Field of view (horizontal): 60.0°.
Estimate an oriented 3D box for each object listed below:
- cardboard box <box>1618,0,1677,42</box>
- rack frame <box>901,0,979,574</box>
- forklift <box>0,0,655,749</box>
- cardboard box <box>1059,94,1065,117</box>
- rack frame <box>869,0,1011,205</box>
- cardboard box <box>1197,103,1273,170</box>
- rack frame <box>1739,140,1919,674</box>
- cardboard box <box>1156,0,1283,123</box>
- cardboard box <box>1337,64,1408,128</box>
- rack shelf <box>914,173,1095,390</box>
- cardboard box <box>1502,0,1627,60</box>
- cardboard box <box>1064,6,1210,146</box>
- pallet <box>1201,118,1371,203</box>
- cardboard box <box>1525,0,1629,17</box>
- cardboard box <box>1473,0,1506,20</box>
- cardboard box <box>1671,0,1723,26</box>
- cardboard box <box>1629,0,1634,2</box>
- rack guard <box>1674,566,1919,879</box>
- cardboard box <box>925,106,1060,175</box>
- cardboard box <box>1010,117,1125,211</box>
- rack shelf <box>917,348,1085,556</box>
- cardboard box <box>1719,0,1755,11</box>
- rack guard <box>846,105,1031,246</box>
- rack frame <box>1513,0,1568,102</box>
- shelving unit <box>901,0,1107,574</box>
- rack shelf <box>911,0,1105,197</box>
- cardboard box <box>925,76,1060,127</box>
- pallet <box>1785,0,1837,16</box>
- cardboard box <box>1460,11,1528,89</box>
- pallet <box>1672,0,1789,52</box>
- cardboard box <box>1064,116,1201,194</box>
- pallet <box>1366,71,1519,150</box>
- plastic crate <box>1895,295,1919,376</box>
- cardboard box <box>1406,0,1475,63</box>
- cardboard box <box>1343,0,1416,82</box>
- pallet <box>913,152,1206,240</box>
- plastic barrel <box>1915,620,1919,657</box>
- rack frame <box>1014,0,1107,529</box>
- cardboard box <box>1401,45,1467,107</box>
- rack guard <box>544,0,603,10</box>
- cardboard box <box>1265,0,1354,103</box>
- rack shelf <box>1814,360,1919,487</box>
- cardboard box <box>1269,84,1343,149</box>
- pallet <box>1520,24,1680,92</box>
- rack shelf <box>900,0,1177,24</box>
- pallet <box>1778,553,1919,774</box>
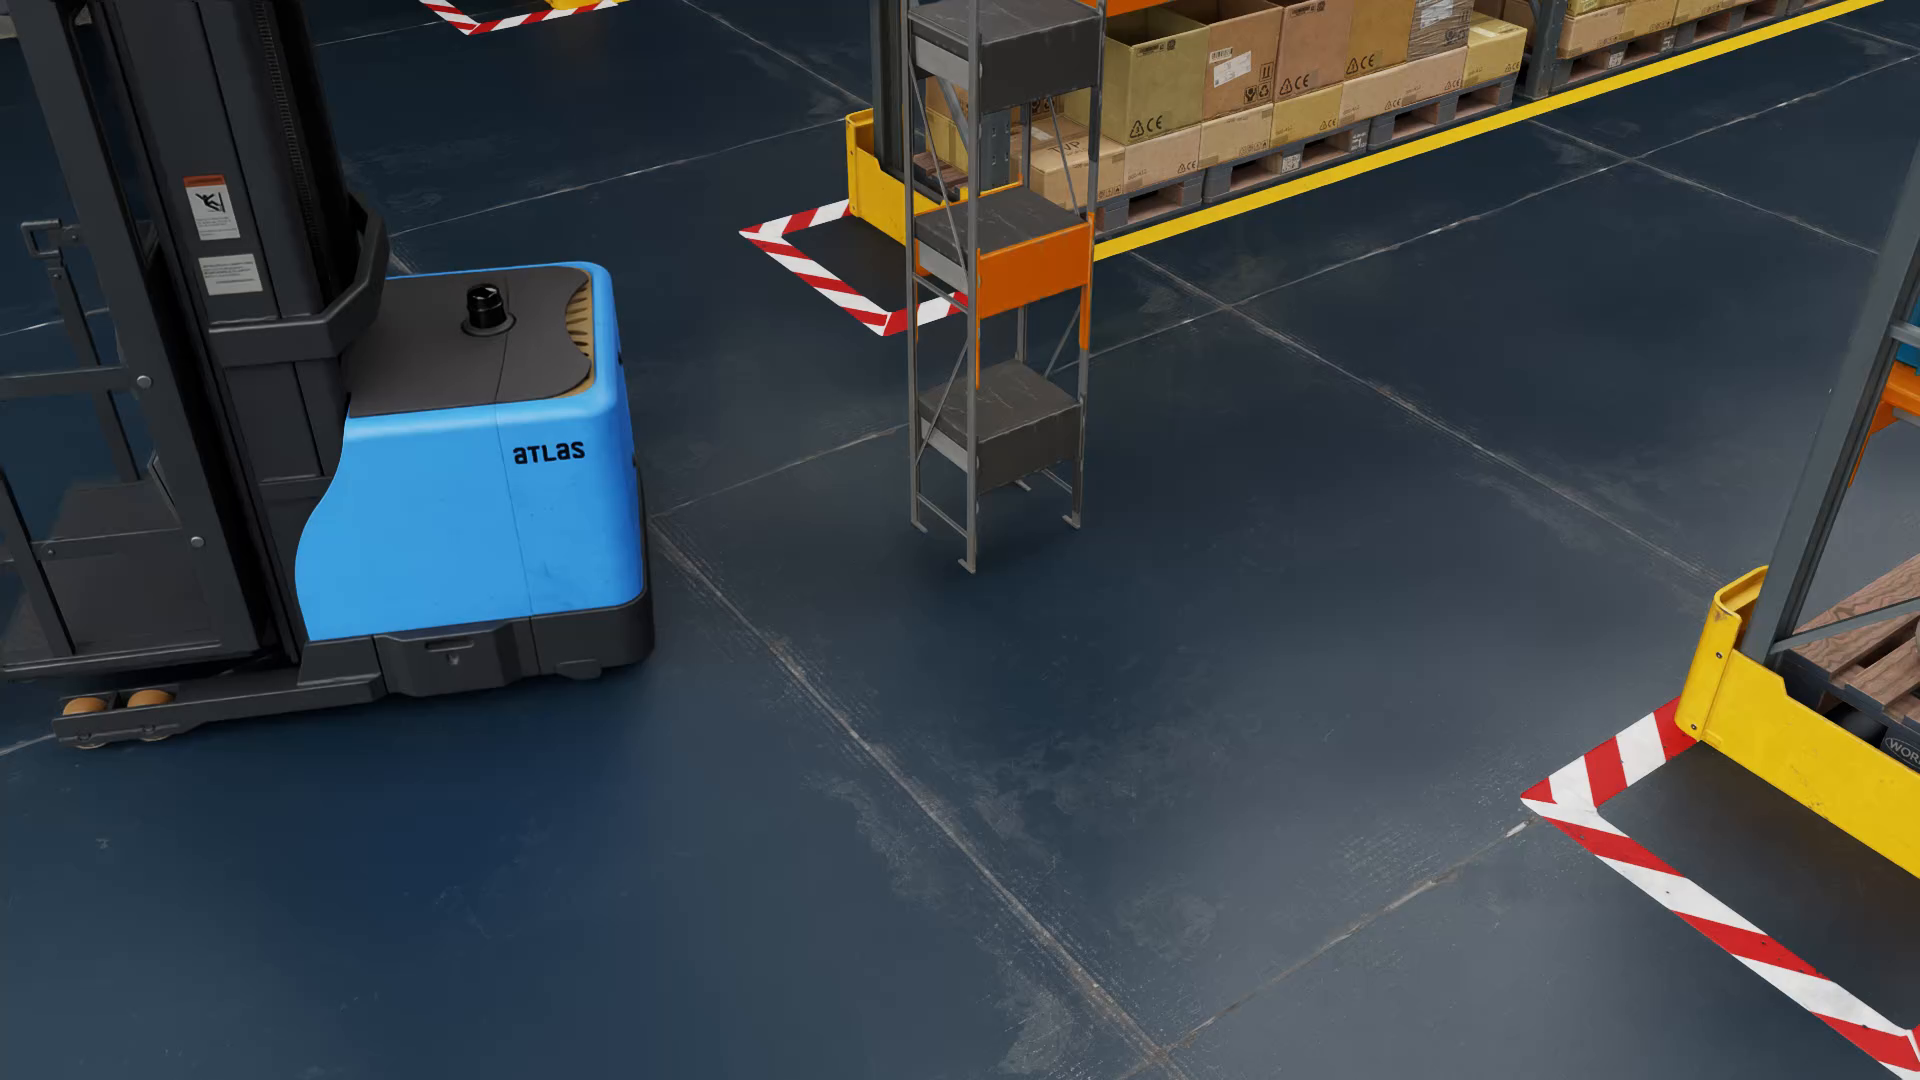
[{"bbox_3d":[4.058,-3.315,10.285,0.500,0.250,0.500,-21,41,-27],"label":"cardboard box"},{"bbox_3d":[-0.064,-0.826,5.600,0.015,2.100,0.400,-22,41,-28],"label":"rack frame"},{"bbox_3d":[-2.603,-0.858,4.933,3.031,2.935,1.130,-6,36,-9],"label":"forklift"},{"bbox_3d":[0.567,-2.276,8.841,0.500,0.250,0.500,-22,41,-28],"label":"cardboard box"},{"bbox_3d":[-0.103,-2.727,7.472,0.127,3.000,1.000,-22,41,-28],"label":"rack frame"},{"bbox_3d":[1.279,-2.193,8.725,0.500,0.250,0.500,-22,41,-28],"label":"cardboard box"},{"bbox_3d":[2.748,-0.361,4.183,0.127,3.000,1.000,-22,41,-28],"label":"rack frame"},{"bbox_3d":[1.273,-2.503,8.514,0.500,0.500,0.500,-22,41,-28],"label":"cardboard box"},{"bbox_3d":[2.099,-2.527,9.190,0.500,0.250,0.500,-22,41,-28],"label":"cardboard box"},{"bbox_3d":[0.135,-0.897,5.722,0.480,0.518,0.431,-22,41,-28],"label":"rack shelf"},{"bbox_3d":[3.639,-3.144,10.047,0.500,0.250,0.500,-23,42,-29],"label":"cardboard box"},{"bbox_3d":[0.871,-2.329,8.272,0.500,0.500,0.500,-22,41,-28],"label":"cardboard box"},{"bbox_3d":[1.495,-2.280,9.239,1.213,0.211,1.003,-22,41,-28],"label":"pallet"},{"bbox_3d":[3.648,-3.374,9.887,0.500,0.311,0.500,-22,41,-28],"label":"cardboard box"},{"bbox_3d":[3.339,-3.404,10.409,0.500,0.250,0.500,-23,42,-28],"label":"cardboard box"},{"bbox_3d":[4.480,-3.491,10.530,0.500,0.250,0.500,-24,42,-29],"label":"cardboard box"},{"bbox_3d":[4.060,-3.540,10.118,0.500,0.311,0.500,-23,42,-28],"label":"cardboard box"},{"bbox_3d":[2.783,0.605,4.980,0.348,0.500,1.175,-22,41,-28],"label":"rack guard"},{"bbox_3d":[0.165,-2.102,8.599,0.500,0.250,0.500,-22,41,-28],"label":"cardboard box"},{"bbox_3d":[0.464,-1.855,8.256,0.500,0.250,0.500,-22,41,-28],"label":"cardboard box"},{"bbox_3d":[0.135,-0.329,6.131,0.480,0.518,0.431,-22,41,-28],"label":"rack shelf"},{"bbox_3d":[4.896,-3.661,10.767,0.500,0.250,0.500,-22,41,-27],"label":"cardboard box"},{"bbox_3d":[-0.122,-1.704,8.191,0.348,0.500,1.175,-22,41,-28],"label":"rack guard"},{"bbox_3d":[3.167,-4.072,9.343,0.127,3.000,1.000,-22,41,-28],"label":"rack frame"},{"bbox_3d":[0.135,-0.908,5.714,0.503,2.100,0.431,-22,41,-28],"label":"shelving unit"},{"bbox_3d":[0.135,-1.465,5.314,0.480,0.518,0.431,-22,41,-28],"label":"rack shelf"},{"bbox_3d":[0.164,-2.408,8.382,0.500,0.500,0.500,-22,41,-28],"label":"cardboard box"},{"bbox_3d":[5.741,-4.027,11.669,1.213,0.211,1.003,-22,41,-28],"label":"pallet"},{"bbox_3d":[2.914,-2.866,9.661,0.500,0.250,0.500,-22,41,-28],"label":"cardboard box"},{"bbox_3d":[4.745,-3.619,11.101,1.213,0.211,1.003,-22,41,-28],"label":"pallet"},{"bbox_3d":[0.870,-2.025,8.492,0.500,0.250,0.500,-22,41,-28],"label":"cardboard box"},{"bbox_3d":[2.493,-2.693,9.813,1.213,0.211,1.003,-22,41,-28],"label":"pallet"},{"bbox_3d":[2.984,-0.612,4.659,0.616,0.251,0.499,-22,41,-28],"label":"plastic crate"},{"bbox_3d":[2.498,-3.008,9.216,0.500,0.500,0.500,-22,41,-28],"label":"cardboard box"},{"bbox_3d":[2.092,-2.838,8.980,0.500,0.500,0.500,-22,41,-28],"label":"cardboard box"},{"bbox_3d":[0.498,-1.872,8.672,1.213,0.211,1.003,-22,41,-28],"label":"pallet"},{"bbox_3d":[3.242,0.220,5.146,0.421,0.512,0.421,0,36,0],"label":"plastic barrel"},{"bbox_3d":[0.335,-0.990,5.828,0.015,2.100,0.400,-22,41,-28],"label":"rack frame"},{"bbox_3d":[2.499,-2.702,9.434,0.500,0.250,0.500,-22,41,-28],"label":"cardboard box"},{"bbox_3d":[-2.897,-4.100,11.523,0.348,0.500,1.175,-22,41,-28],"label":"rack guard"},{"bbox_3d":[1.691,-2.663,8.736,0.500,0.500,0.500,-22,41,-28],"label":"cardboard box"},{"bbox_3d":[4.382,-0.742,5.329,4.000,0.370,1.077,-22,41,-28],"label":"rack shelf"},{"bbox_3d":[1.691,-2.359,8.956,0.500,0.250,0.500,-22,41,-28],"label":"cardboard box"},{"bbox_3d":[3.747,-3.206,10.527,1.213,0.211,1.003,-22,41,-28],"label":"pallet"},{"bbox_3d":[1.532,-3.107,8.617,4.000,0.370,1.077,-22,41,-28],"label":"rack shelf"},{"bbox_3d":[3.450,0.452,5.441,1.213,0.211,1.003,-22,41,-28],"label":"pallet"}]
